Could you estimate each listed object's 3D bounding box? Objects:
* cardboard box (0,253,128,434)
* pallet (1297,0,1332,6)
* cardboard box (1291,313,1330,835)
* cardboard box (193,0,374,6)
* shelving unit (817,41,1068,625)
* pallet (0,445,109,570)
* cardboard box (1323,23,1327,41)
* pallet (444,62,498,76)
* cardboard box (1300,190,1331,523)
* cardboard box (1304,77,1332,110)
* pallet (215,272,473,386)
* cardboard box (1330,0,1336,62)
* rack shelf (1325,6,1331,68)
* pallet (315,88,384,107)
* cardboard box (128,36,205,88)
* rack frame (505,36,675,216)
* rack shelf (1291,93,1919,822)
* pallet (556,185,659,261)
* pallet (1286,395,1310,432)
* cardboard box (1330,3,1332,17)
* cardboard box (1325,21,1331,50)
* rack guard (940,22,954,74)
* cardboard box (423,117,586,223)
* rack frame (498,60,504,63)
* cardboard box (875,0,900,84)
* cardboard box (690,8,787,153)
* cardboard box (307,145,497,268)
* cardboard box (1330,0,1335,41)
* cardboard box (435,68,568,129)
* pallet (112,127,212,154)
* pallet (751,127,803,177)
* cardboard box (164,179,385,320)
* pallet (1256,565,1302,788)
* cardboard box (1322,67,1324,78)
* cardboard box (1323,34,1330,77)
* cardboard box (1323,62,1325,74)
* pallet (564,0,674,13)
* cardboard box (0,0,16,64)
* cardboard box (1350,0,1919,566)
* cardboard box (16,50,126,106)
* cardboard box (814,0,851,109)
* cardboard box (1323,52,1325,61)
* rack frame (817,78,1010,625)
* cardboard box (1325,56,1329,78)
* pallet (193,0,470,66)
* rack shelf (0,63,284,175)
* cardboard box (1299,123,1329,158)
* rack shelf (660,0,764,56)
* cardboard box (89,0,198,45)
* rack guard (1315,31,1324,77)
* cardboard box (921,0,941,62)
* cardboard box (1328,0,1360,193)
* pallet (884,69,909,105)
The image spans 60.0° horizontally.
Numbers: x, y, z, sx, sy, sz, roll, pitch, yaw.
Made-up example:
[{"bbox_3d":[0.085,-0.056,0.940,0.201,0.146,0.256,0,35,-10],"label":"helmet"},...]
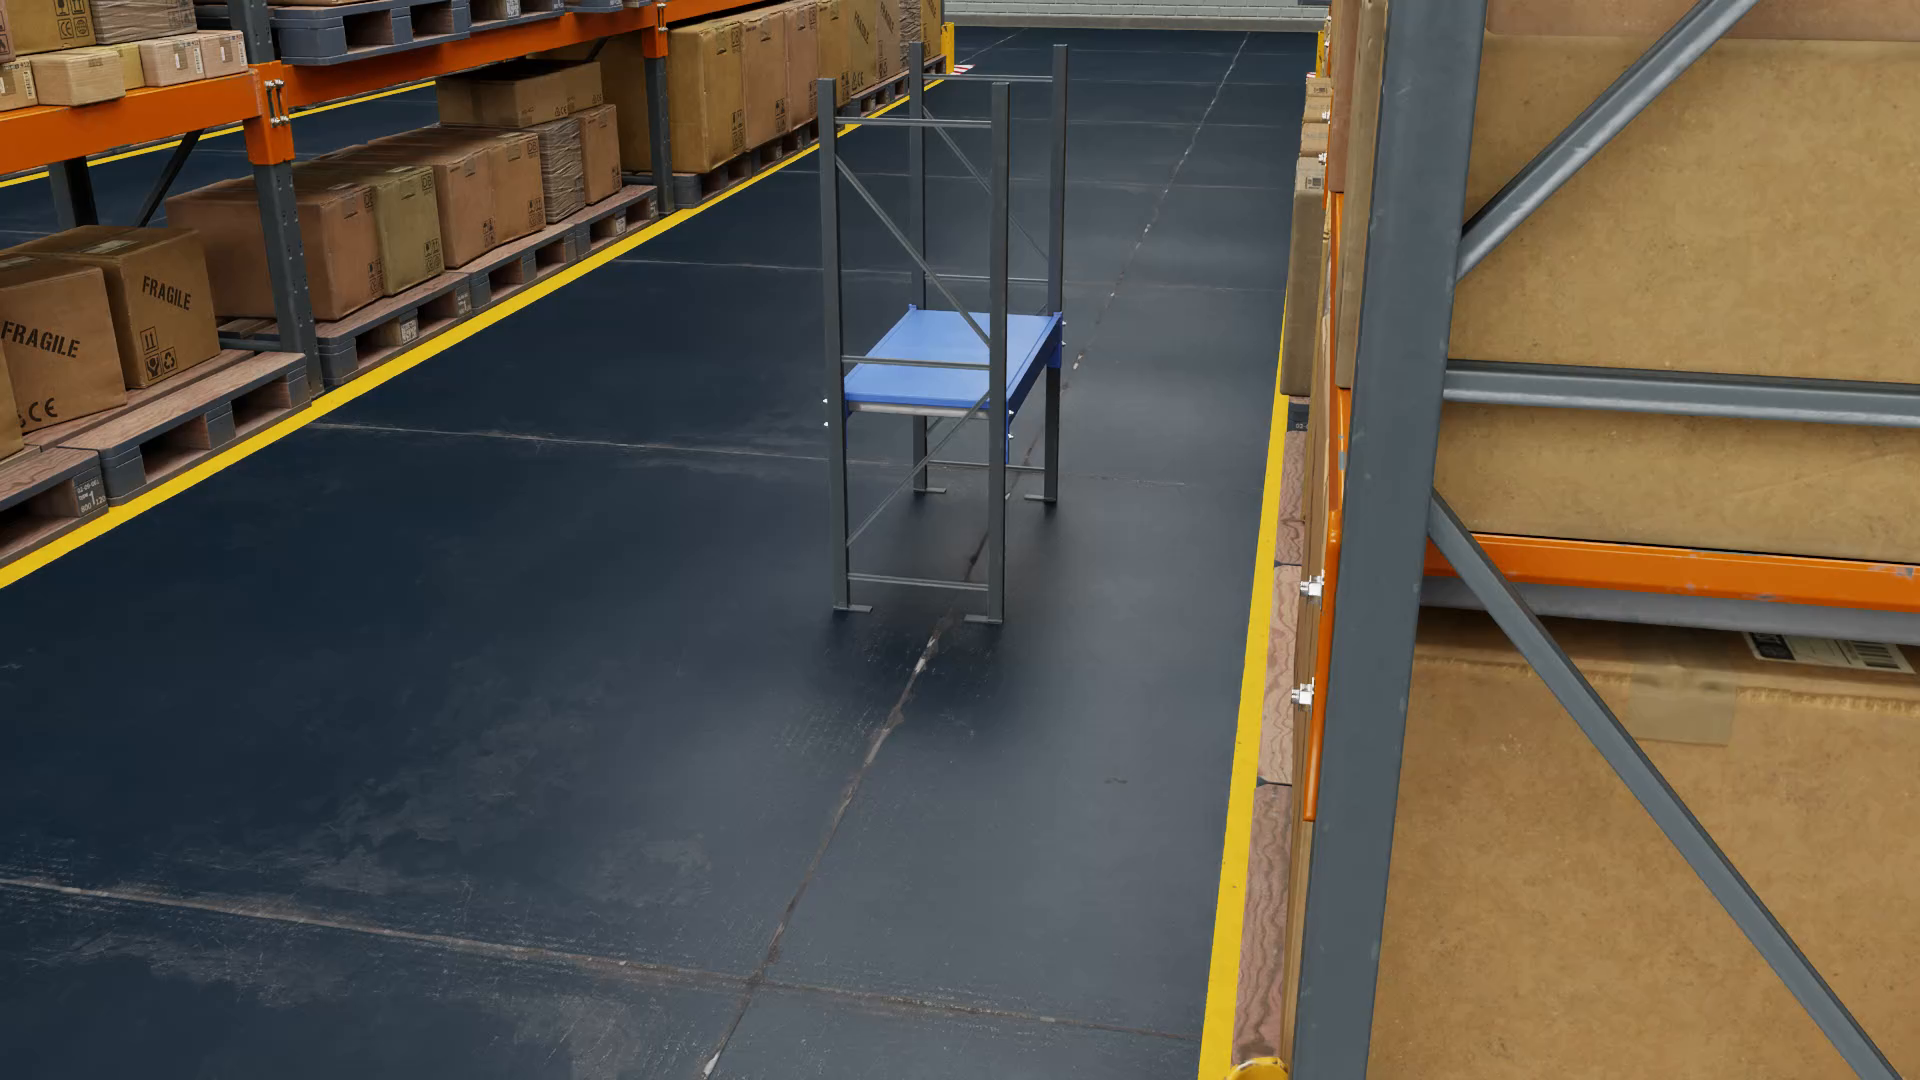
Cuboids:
[{"bbox_3d":[-3.343,-0.689,5.832,0.500,0.500,0.500,12,25,28],"label":"cardboard box"},{"bbox_3d":[2.580,-3.234,9.626,1.213,0.211,1.003,4,22,11],"label":"pallet"},{"bbox_3d":[1.157,0.087,3.404,0.875,0.875,0.875,4,22,10],"label":"cardboard box"},{"bbox_3d":[-2.813,-2.760,6.825,1.000,1.000,1.000,5,22,11],"label":"cardboard box"},{"bbox_3d":[-0.017,-0.664,4.996,0.538,1.500,1.048,4,22,11],"label":"shelving unit"},{"bbox_3d":[-3.462,-0.017,5.114,1.003,0.211,1.213,4,22,11],"label":"pallet"},{"bbox_3d":[3.616,-4.771,15.641,0.380,0.149,0.250,4,22,11],"label":"cardboard box"},{"bbox_3d":[-5.719,-5.181,17.935,1.003,0.211,1.213,4,22,11],"label":"pallet"},{"bbox_3d":[1.526,-0.576,5.051,0.875,0.875,0.875,5,22,12],"label":"cardboard box"},{"bbox_3d":[2.326,-1.990,8.729,1.050,0.750,0.750,4,22,10],"label":"cardboard box"},{"bbox_3d":[-2.955,-0.998,7.549,1.003,0.211,1.213,4,22,11],"label":"pallet"},{"bbox_3d":[1.670,-2.034,6.255,0.500,0.500,0.500,4,22,10],"label":"cardboard box"},{"bbox_3d":[2.947,-3.452,10.873,1.077,0.370,4.000,4,22,11],"label":"rack shelf"},{"bbox_3d":[-6.217,-4.288,15.719,1.003,0.211,1.213,4,22,11],"label":"pallet"},{"bbox_3d":[-2.929,-1.698,5.892,0.380,0.149,0.250,4,22,11],"label":"cardboard box"},{"bbox_3d":[-2.296,-3.470,9.953,1.000,3.000,0.127,4,22,11],"label":"rack frame"},{"bbox_3d":[1.314,-0.526,3.609,1.077,0.370,4.000,4,22,11],"label":"rack shelf"},{"bbox_3d":[-2.457,-1.890,9.765,1.003,0.211,1.213,4,22,11],"label":"pallet"},{"bbox_3d":[1.806,-0.586,6.526,1.003,0.211,1.213,4,22,11],"label":"pallet"},{"bbox_3d":[2.183,-2.957,8.547,0.500,0.500,0.500,5,22,12],"label":"cardboard box"},{"bbox_3d":[2.945,-3.650,12.182,0.500,0.250,0.500,3,22,9],"label":"cardboard box"},{"bbox_3d":[-0.659,-5.245,17.707,1.175,0.500,0.348,4,22,11],"label":"rack guard"},{"bbox_3d":[-2.514,-2.064,9.220,0.700,0.500,0.500,3,22,6],"label":"cardboard box"},{"bbox_3d":[-5.513,-6.773,18.155,1.000,3.000,0.127,4,22,11],"label":"rack frame"},{"bbox_3d":[-1.084,-4.706,15.306,0.875,0.875,0.875,4,22,11],"label":"cardboard box"},{"bbox_3d":[-1.946,-3.255,11.703,1.225,0.875,0.875,5,22,11],"label":"cardboard box"},{"bbox_3d":[-2.737,-1.652,8.197,0.700,0.500,0.500,3,22,6],"label":"cardboard box"},{"bbox_3d":[1.875,-2.405,7.175,0.500,0.500,0.500,4,22,10],"label":"cardboard box"},{"bbox_3d":[-2.502,-2.420,9.100,0.500,0.250,0.500,7,23,17],"label":"cardboard box"},{"bbox_3d":[-6.774,-3.290,13.240,1.003,0.211,1.213,4,22,11],"label":"pallet"},{"bbox_3d":[-1.811,-2.904,12.280,1.003,0.211,1.213,4,22,11],"label":"pallet"},{"bbox_3d":[-2.966,-1.274,7.259,0.700,0.500,0.500,3,22,7],"label":"cardboard box"},{"bbox_3d":[1.244,0.422,4.024,1.003,0.211,1.213,4,22,11],"label":"pallet"},{"bbox_3d":[3.151,-3.767,13.548,0.380,0.149,0.250,3,22,8],"label":"cardboard box"},{"bbox_3d":[2.731,-3.269,11.236,0.500,0.250,0.500,5,23,13],"label":"cardboard box"},{"bbox_3d":[2.944,-3.303,12.323,0.500,0.500,0.500,5,23,13],"label":"cardboard box"},{"bbox_3d":[-2.338,-3.112,9.322,1.213,0.211,1.003,4,22,11],"label":"pallet"},{"bbox_3d":[-3.405,-1.660,4.929,0.875,0.500,0.500,4,22,11],"label":"cardboard box"},{"bbox_3d":[0.938,-0.337,1.976,0.875,0.550,0.550,4,22,11],"label":"cardboard box"},{"bbox_3d":[-2.981,-1.512,5.428,0.380,0.149,0.250,4,22,11],"label":"cardboard box"},{"bbox_3d":[-1.591,-3.906,13.319,1.225,0.875,0.875,5,22,11],"label":"cardboard box"},{"bbox_3d":[3.580,-4.541,15.469,0.380,0.149,0.250,5,23,13],"label":"cardboard box"},{"bbox_3d":[-0.121,-0.479,4.534,0.500,1.500,0.032,4,22,11],"label":"rack frame"},{"bbox_3d":[2.422,-2.708,9.842,0.500,0.250,0.500,4,22,10],"label":"cardboard box"},{"bbox_3d":[-2.814,-2.186,7.023,1.003,0.211,1.213,4,22,11],"label":"pallet"},{"bbox_3d":[-3.521,-0.942,4.639,1.077,0.370,4.000,4,22,11],"label":"rack shelf"},{"bbox_3d":[1.962,-1.329,7.088,1.050,0.750,0.750,4,22,11],"label":"cardboard box"},{"bbox_3d":[-1.888,-3.867,11.904,1.077,0.370,4.000,4,22,11],"label":"rack shelf"},{"bbox_3d":[-3.265,-2.031,5.850,0.875,0.500,0.500,4,22,11],"label":"cardboard box"},{"bbox_3d":[4.155,-4.793,16.585,1.175,0.500,0.348,4,22,11],"label":"rack guard"},{"bbox_3d":[-0.716,-5.364,16.940,0.875,0.875,0.875,4,22,11],"label":"cardboard box"},{"bbox_3d":[1.343,-1.134,3.953,0.875,0.550,0.550,4,22,11],"label":"cardboard box"},{"bbox_3d":[-1.002,-4.359,15.893,1.003,0.211,1.213,4,22,11],"label":"pallet"}]
